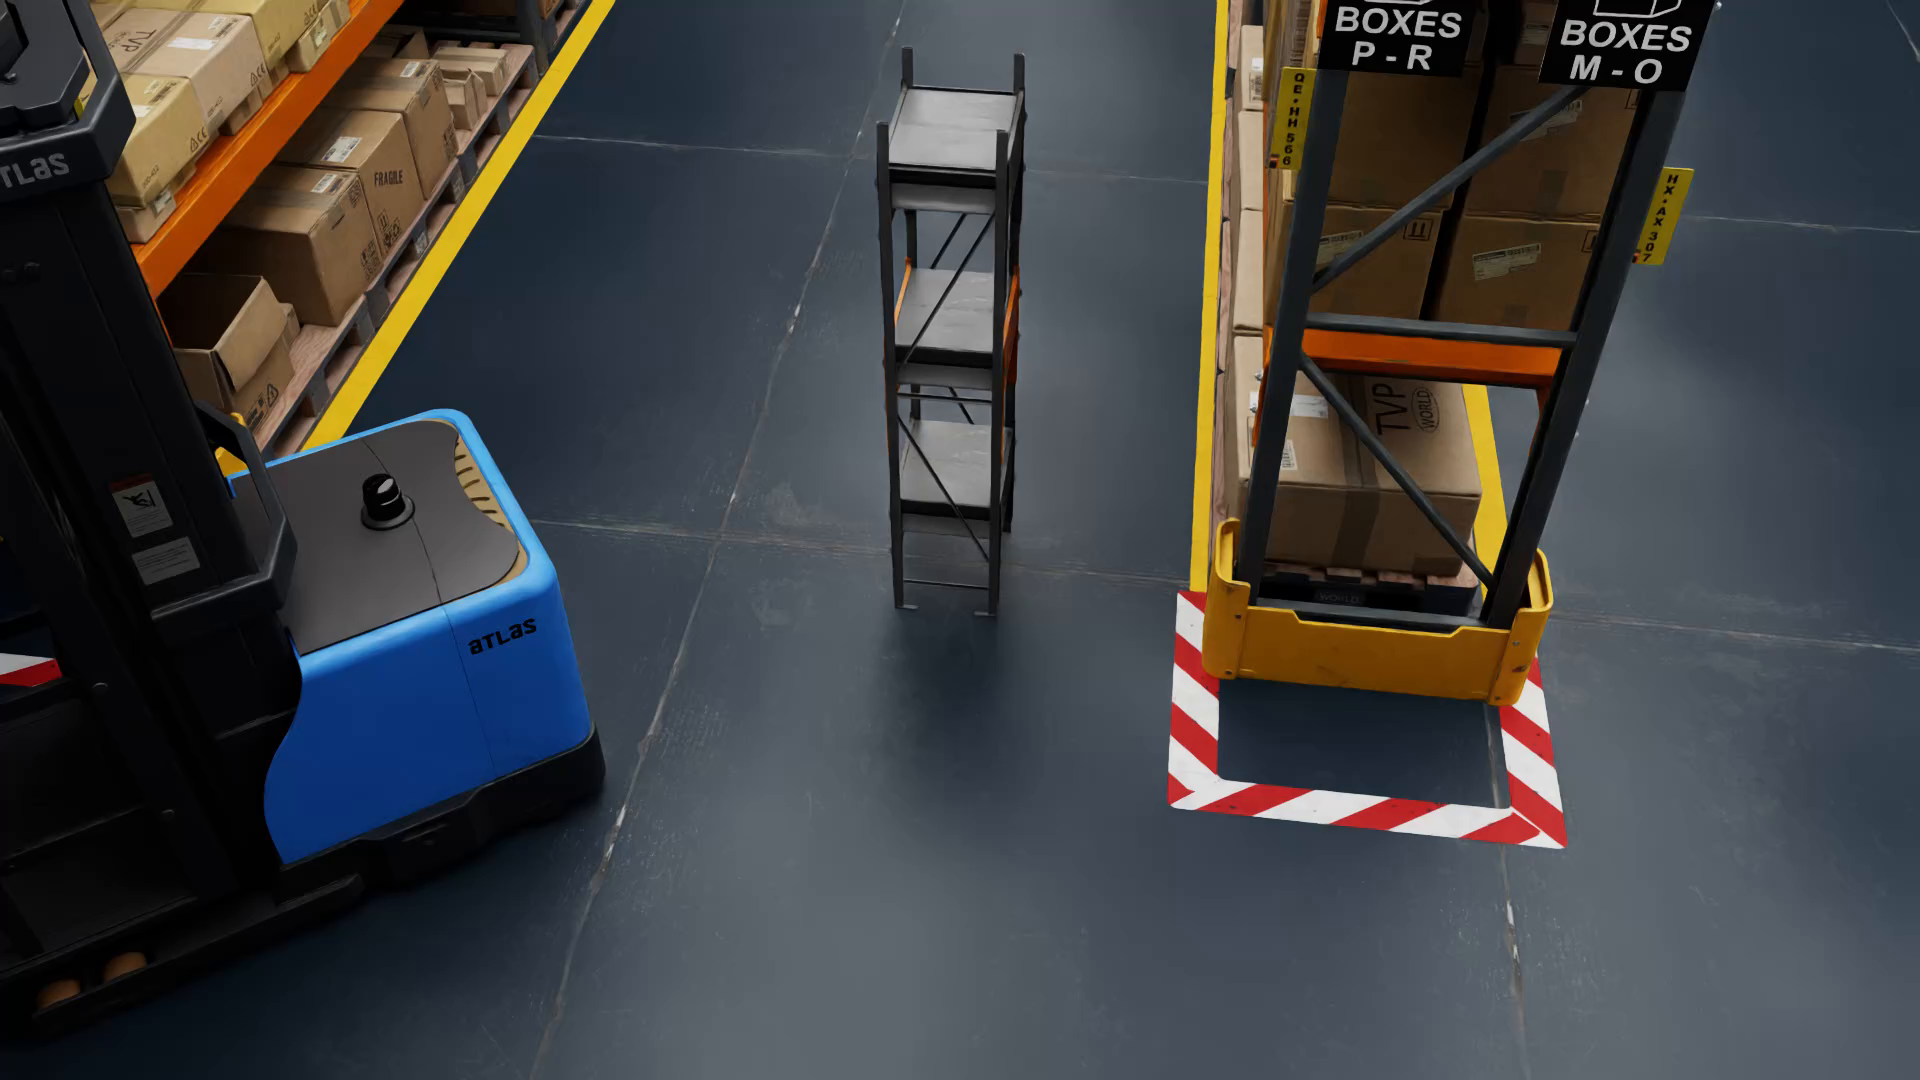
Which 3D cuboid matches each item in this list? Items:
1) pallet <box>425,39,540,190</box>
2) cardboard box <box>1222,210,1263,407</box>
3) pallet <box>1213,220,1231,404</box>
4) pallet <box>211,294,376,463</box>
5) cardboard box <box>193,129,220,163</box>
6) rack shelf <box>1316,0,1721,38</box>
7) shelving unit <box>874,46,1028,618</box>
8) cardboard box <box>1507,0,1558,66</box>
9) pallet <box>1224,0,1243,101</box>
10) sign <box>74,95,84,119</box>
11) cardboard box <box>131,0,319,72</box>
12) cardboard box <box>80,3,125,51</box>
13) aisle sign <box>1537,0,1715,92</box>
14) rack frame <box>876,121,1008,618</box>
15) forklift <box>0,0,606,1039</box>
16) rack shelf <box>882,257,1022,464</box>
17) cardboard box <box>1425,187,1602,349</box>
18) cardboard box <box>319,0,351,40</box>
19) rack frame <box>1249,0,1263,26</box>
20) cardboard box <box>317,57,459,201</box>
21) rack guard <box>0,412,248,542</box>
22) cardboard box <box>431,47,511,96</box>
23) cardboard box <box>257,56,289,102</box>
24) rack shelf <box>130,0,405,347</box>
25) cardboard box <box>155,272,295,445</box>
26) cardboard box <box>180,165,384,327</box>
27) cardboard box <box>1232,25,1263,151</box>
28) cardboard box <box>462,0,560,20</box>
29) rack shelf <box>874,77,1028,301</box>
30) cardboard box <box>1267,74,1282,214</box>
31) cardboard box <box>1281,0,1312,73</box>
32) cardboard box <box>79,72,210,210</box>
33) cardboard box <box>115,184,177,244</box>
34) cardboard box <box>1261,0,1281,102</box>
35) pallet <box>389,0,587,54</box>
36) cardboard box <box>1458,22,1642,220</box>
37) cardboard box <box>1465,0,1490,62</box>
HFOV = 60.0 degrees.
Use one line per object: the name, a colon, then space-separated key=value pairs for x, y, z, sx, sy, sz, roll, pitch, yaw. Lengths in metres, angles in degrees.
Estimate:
pallet: x=-2.976 y=-2.353 z=9.082 sx=1.003 sy=0.211 sz=1.213 roll=5 pitch=44 yaw=6
cardboard box: x=1.608 y=-0.965 z=7.145 sx=0.875 sy=0.438 sz=0.875 roll=6 pitch=44 yaw=7
pallet: x=1.699 y=-1.028 z=7.682 sx=1.003 sy=0.211 sz=1.213 roll=5 pitch=44 yaw=6
pallet: x=-3.299 y=-0.691 z=7.326 sx=1.003 sy=0.211 sz=1.213 roll=5 pitch=44 yaw=6
cardboard box: x=-3.110 y=-1.576 z=6.415 sx=0.380 sy=0.149 sz=0.250 roll=5 pitch=44 yaw=5
rack shelf: x=1.772 y=-2.850 z=5.920 sx=1.077 sy=0.370 sz=4.000 roll=5 pitch=44 yaw=6
shelving unit: x=-0.022 y=-0.650 z=5.909 sx=0.431 sy=2.100 sz=0.503 roll=5 pitch=44 yaw=6
cardboard box: x=1.829 y=-1.511 z=4.892 sx=0.380 sy=0.149 sz=0.250 roll=6 pitch=44 yaw=6
pallet: x=2.064 y=-2.906 z=9.665 sx=1.003 sy=0.211 sz=1.213 roll=5 pitch=44 yaw=6
sign: x=-2.875 y=-1.373 z=5.389 sx=0.100 sy=0.325 sz=0.005 roll=5 pitch=44 yaw=6
cardboard box: x=-2.956 y=-2.136 z=6.717 sx=0.500 sy=0.250 sz=0.500 roll=4 pitch=44 yaw=5
cardboard box: x=-3.546 y=-1.850 z=6.415 sx=0.500 sy=0.250 sz=0.500 roll=5 pitch=44 yaw=6
aisle sign: x=1.785 y=-1.528 z=4.291 sx=0.394 sy=0.787 sz=0.004 roll=5 pitch=44 yaw=6
rack frame: x=-0.054 y=-0.483 z=5.733 sx=0.400 sy=2.100 sz=0.015 roll=5 pitch=44 yaw=6
forklift: x=-2.768 y=0.035 z=4.581 sx=3.031 sy=2.935 sz=1.130 roll=-22 pitch=48 yaw=-21
rack shelf: x=-0.022 y=-0.640 z=5.918 sx=0.431 sy=0.518 sz=0.480 roll=5 pitch=44 yaw=6
cardboard box: x=1.855 y=-0.997 z=5.548 sx=0.500 sy=0.500 sz=0.500 roll=5 pitch=44 yaw=5
cardboard box: x=-2.864 y=-2.271 z=7.149 sx=0.380 sy=0.149 sz=0.250 roll=6 pitch=44 yaw=6
rack frame: x=2.036 y=-3.385 z=8.144 sx=1.000 sy=3.000 sz=0.127 roll=5 pitch=44 yaw=6
cardboard box: x=-2.950 y=-2.048 z=8.243 sx=0.700 sy=0.500 sz=0.500 roll=4 pitch=44 yaw=4
rack guard: x=-3.403 y=-0.252 z=6.653 sx=1.175 sy=0.500 sz=0.348 roll=5 pitch=44 yaw=6
cardboard box: x=-2.667 y=-2.545 z=9.024 sx=0.380 sy=0.149 sz=0.250 roll=4 pitch=44 yaw=4
cardboard box: x=-2.986 y=-1.924 z=6.783 sx=0.380 sy=0.149 sz=0.250 roll=6 pitch=44 yaw=6
rack shelf: x=-3.149 y=-2.210 z=7.425 sx=1.077 sy=0.370 sz=4.000 roll=5 pitch=44 yaw=6
cardboard box: x=-3.238 y=-0.762 z=6.884 sx=0.797 sy=0.503 sz=0.637 roll=4 pitch=44 yaw=4
cardboard box: x=-3.087 y=-1.340 z=7.496 sx=0.700 sy=0.500 sz=0.500 roll=7 pitch=44 yaw=7
cardboard box: x=1.847 y=-2.189 z=8.439 sx=0.875 sy=0.438 sz=0.875 roll=5 pitch=44 yaw=5
cardboard box: x=-2.597 y=-3.388 z=9.659 sx=0.500 sy=0.500 sz=0.500 roll=7 pitch=44 yaw=7
rack shelf: x=-0.022 y=-1.148 z=5.437 sx=0.431 sy=0.518 sz=0.480 roll=5 pitch=44 yaw=6
cardboard box: x=1.390 y=-1.389 z=5.963 sx=0.500 sy=0.500 sz=0.500 roll=4 pitch=44 yaw=5
cardboard box: x=1.375 y=-1.768 z=5.635 sx=0.500 sy=0.500 sz=0.500 roll=5 pitch=44 yaw=6
cardboard box: x=-3.086 y=-1.446 z=5.989 sx=0.500 sy=0.250 sz=0.500 roll=5 pitch=44 yaw=6
cardboard box: x=-3.098 y=-1.216 z=6.035 sx=0.380 sy=0.149 sz=0.250 roll=5 pitch=44 yaw=5
cardboard box: x=1.504 y=-2.094 z=6.707 sx=0.500 sy=0.500 sz=0.500 roll=6 pitch=44 yaw=7
pallet: x=-2.814 y=-3.379 z=10.165 sx=1.003 sy=0.211 sz=1.213 roll=5 pitch=44 yaw=6
cardboard box: x=1.853 y=-1.360 z=5.205 sx=0.500 sy=0.500 sz=0.500 roll=4 pitch=44 yaw=5
cardboard box: x=1.356 y=-1.557 z=4.941 sx=0.380 sy=0.149 sz=0.250 roll=6 pitch=44 yaw=6
